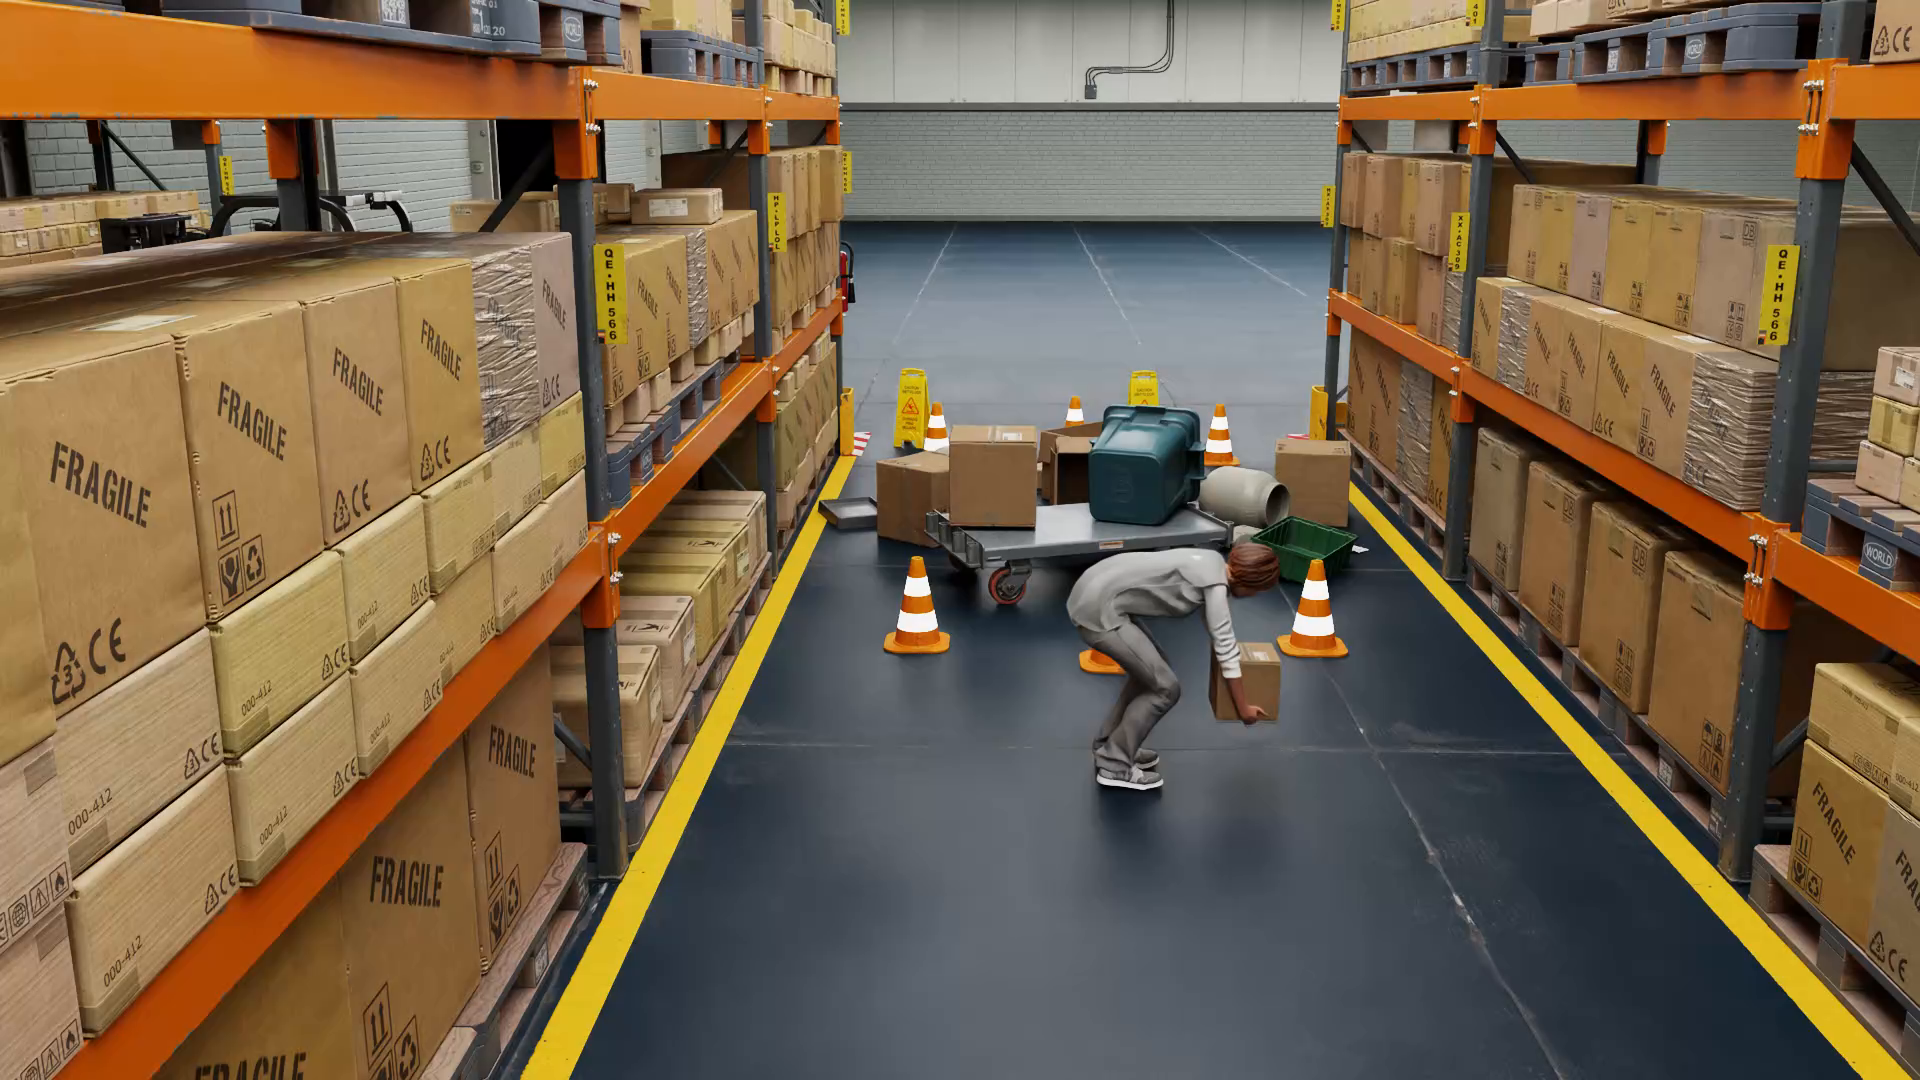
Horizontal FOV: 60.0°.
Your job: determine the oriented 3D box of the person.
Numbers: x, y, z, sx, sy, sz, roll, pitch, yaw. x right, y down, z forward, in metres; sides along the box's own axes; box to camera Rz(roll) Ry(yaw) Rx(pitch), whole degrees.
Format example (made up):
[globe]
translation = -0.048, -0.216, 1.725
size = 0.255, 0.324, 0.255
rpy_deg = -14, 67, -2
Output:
[person]
translation = 0.859, 0.499, 6.777
size = 0.860, 0.996, 0.419
rpy_deg = 0, 14, -1
